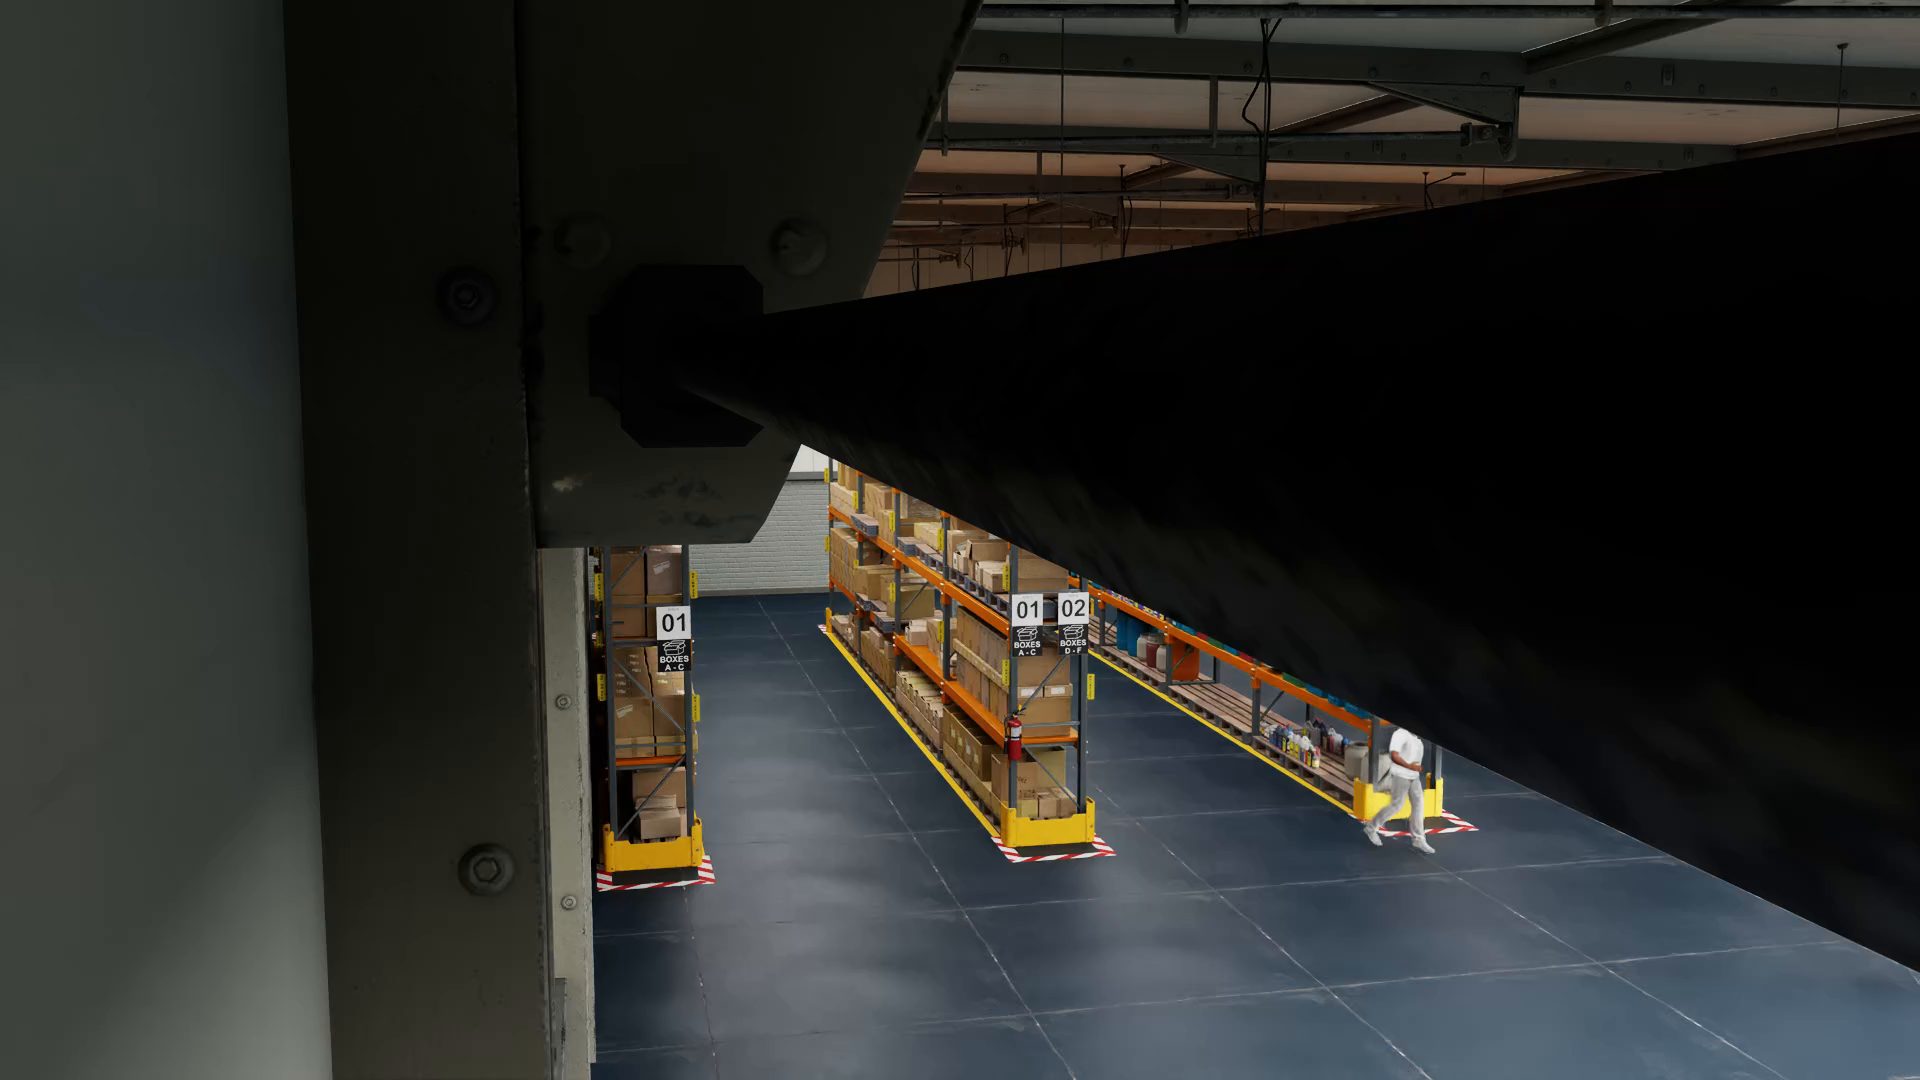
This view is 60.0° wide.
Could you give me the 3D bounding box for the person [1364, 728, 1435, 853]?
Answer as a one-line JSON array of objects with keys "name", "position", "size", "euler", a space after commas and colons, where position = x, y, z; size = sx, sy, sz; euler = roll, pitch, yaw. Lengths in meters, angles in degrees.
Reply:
[{"name": "person", "position": [5.616, 2.973, 20.888], "size": [0.890, 1.761, 0.768], "euler": [5, 8, 36]}]
